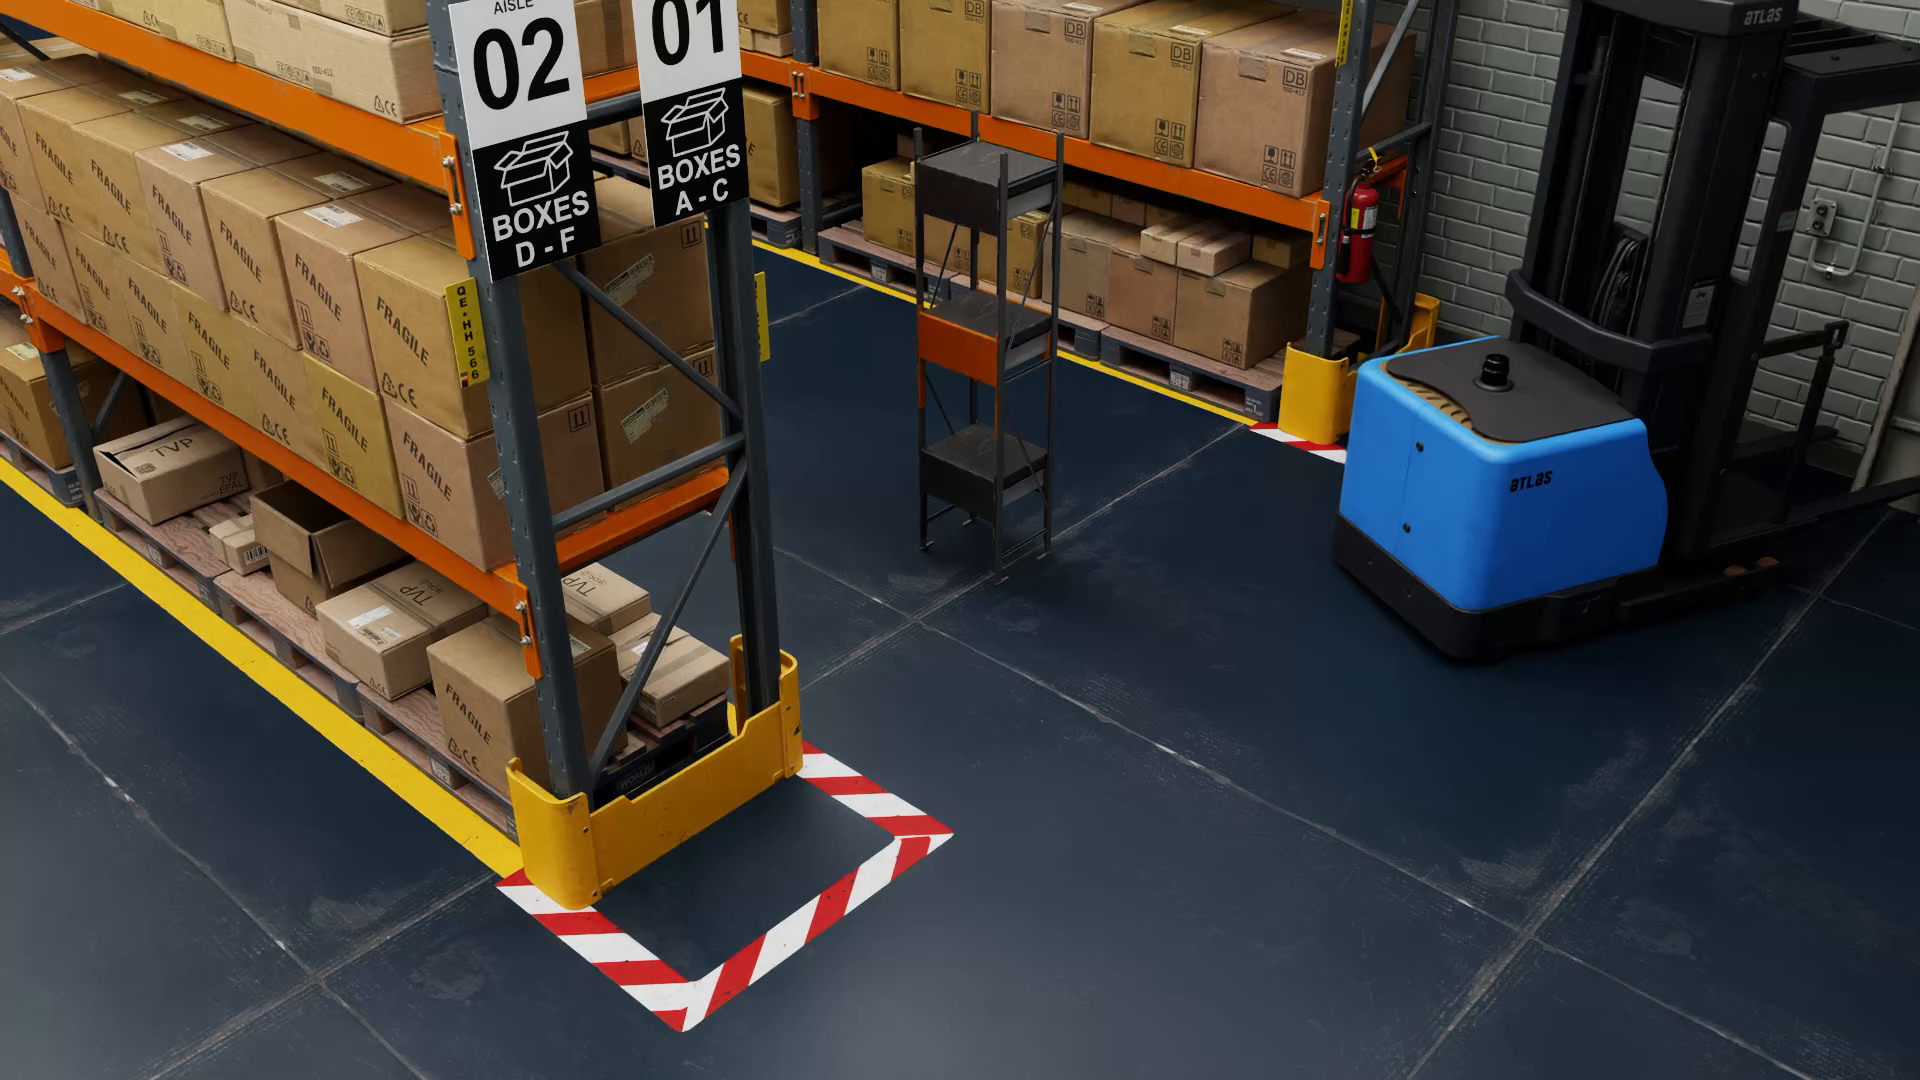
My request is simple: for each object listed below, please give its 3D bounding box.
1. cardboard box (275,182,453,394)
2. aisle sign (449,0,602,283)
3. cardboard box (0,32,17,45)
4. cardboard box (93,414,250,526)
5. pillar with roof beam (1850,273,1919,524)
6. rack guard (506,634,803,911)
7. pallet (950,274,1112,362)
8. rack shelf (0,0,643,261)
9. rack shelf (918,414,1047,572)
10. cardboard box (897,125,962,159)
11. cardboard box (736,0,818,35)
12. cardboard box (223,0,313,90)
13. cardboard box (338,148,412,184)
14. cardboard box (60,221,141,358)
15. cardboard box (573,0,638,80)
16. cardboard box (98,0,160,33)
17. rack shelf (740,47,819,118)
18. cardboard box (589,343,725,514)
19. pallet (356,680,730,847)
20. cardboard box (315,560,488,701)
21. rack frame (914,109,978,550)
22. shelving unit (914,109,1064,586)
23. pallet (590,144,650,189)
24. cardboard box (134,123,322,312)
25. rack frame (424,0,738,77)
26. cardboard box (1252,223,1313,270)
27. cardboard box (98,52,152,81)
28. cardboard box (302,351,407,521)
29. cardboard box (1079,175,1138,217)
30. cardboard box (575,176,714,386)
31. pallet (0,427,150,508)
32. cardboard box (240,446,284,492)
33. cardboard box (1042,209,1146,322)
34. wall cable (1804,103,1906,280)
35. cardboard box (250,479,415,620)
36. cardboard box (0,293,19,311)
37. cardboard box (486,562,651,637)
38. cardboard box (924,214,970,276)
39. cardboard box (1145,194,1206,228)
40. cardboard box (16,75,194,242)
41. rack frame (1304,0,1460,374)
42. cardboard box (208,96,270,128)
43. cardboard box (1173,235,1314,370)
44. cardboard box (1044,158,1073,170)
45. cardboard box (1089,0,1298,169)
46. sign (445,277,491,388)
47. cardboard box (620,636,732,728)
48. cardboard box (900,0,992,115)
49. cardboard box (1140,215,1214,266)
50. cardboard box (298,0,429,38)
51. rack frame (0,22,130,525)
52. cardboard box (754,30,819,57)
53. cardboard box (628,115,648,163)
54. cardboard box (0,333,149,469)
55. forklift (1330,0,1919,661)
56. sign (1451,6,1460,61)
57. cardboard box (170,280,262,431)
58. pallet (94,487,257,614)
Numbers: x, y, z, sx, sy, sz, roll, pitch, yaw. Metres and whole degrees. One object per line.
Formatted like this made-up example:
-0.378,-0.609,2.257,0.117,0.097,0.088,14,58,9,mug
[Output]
-1.961,-0.881,5.738,0.500,0.500,0.500,26,40,36,cardboard box
-1.226,-1.159,4.746,0.004,0.787,0.394,25,39,35,aisle sign
-5.388,-2.381,8.793,0.500,0.500,0.700,15,34,23,cardboard box
-3.871,-0.379,8.151,0.500,0.311,0.500,25,39,35,cardboard box
1.944,-2.402,3.515,0.400,9.000,9.100,25,39,35,pillar with roof beam
-1.127,0.859,6.339,0.348,0.500,1.175,25,39,35,rack guard
0.705,-1.556,10.630,1.213,0.211,1.003,25,39,35,pallet
-2.554,-1.855,6.212,4.000,0.370,1.077,25,39,35,rack shelf
0.123,-0.231,7.981,0.480,0.518,0.431,25,39,35,rack shelf
-0.204,-2.681,11.182,0.250,0.149,0.380,25,39,35,cardboard box
-1.227,-3.708,11.097,0.500,0.500,0.500,24,39,34,cardboard box
-1.992,-1.661,5.338,0.500,0.250,0.500,25,39,35,cardboard box
-1.983,-1.265,6.376,0.500,0.500,0.500,26,39,36,cardboard box
-3.460,-1.157,7.166,0.500,0.500,0.500,26,40,36,cardboard box
-1.281,-1.682,5.372,0.500,0.250,0.500,25,39,35,cardboard box
-2.732,-2.008,5.915,0.500,0.250,0.500,25,39,35,cardboard box
-2.198,-3.850,12.434,4.000,0.370,1.077,25,39,35,rack shelf
-1.223,-0.483,6.047,0.500,0.500,0.500,26,40,36,cardboard box
-1.719,0.707,6.871,1.213,0.211,1.003,25,39,35,pallet
-2.324,0.369,6.968,0.500,0.250,0.500,25,39,35,cardboard box
-0.058,-0.927,7.754,0.015,2.100,0.400,25,39,35,rack frame
0.123,-0.842,7.613,0.503,2.100,0.431,25,39,35,shelving unit
-2.247,-2.932,12.915,1.213,0.211,1.003,25,39,35,pallet
-2.729,-1.236,6.328,0.500,0.500,0.500,26,40,36,cardboard box
-1.071,-2.756,4.103,0.127,3.000,1.000,25,39,35,rack frame
1.891,-1.706,9.563,0.250,0.149,0.380,25,39,35,cardboard box
-3.488,-1.966,7.540,0.500,0.500,0.500,25,39,35,cardboard box
-1.973,-0.458,6.005,0.500,0.500,0.500,25,39,35,cardboard box
0.950,-2.144,10.290,0.250,0.149,0.380,25,39,36,cardboard box
-1.223,-0.912,5.790,0.500,0.500,0.500,26,40,36,cardboard box
-4.665,-0.643,9.113,1.213,0.211,1.003,25,39,35,pallet
-3.424,-0.599,8.334,0.500,0.500,0.500,25,39,35,cardboard box
0.920,-1.742,10.251,0.500,0.500,0.700,24,38,34,cardboard box
3.834,-2.435,8.402,1.851,1.984,0.084,25,39,35,wall cable
-2.640,-0.041,7.404,0.637,0.503,0.797,25,39,35,cardboard box
-5.327,-1.097,9.161,0.500,0.500,0.500,26,39,36,cardboard box
-1.655,0.334,7.027,0.500,0.250,0.500,25,39,35,cardboard box
0.140,-2.102,10.849,0.500,0.500,0.700,25,39,35,cardboard box
1.330,-1.967,9.997,0.250,0.149,0.380,25,39,35,cardboard box
-3.493,-1.592,6.921,0.500,0.500,0.500,24,38,34,cardboard box
2.250,-2.082,8.799,0.127,3.000,1.000,25,39,35,rack frame
-2.733,-1.615,6.958,0.500,0.500,0.500,25,39,35,cardboard box
1.664,-1.395,9.675,0.500,0.500,0.700,25,39,35,cardboard box
0.570,-2.321,10.584,0.250,0.149,0.380,25,39,36,cardboard box
1.318,-2.630,9.420,0.700,0.700,0.980,25,39,35,cardboard box
-1.458,-0.612,4.929,0.005,0.325,0.100,25,39,35,sign
-1.151,0.571,6.731,0.250,0.149,0.380,25,39,35,cardboard box
0.213,-3.146,10.276,0.700,0.700,0.980,24,38,34,cardboard box
1.257,-1.735,9.612,0.250,0.149,0.380,26,40,36,cardboard box
-1.623,-1.701,4.920,0.500,0.250,0.500,25,39,35,cardboard box
-4.037,-1.570,7.950,0.127,3.000,1.000,25,39,35,rack frame
-1.156,-3.376,11.173,0.250,0.149,0.380,25,39,36,cardboard box
-1.946,-3.207,12.345,0.750,0.750,0.750,26,40,36,cardboard box
-4.595,-0.749,8.583,0.500,0.500,0.500,25,39,35,cardboard box
3.349,-1.210,7.417,3.031,2.935,1.130,-12,33,-19,forklift
2.627,-2.697,8.905,0.005,0.325,0.100,25,39,35,sign
-2.713,-0.807,6.586,0.500,0.500,0.500,24,39,34,cardboard box
-3.528,-0.138,8.274,1.213,0.211,1.003,25,39,35,pallet
